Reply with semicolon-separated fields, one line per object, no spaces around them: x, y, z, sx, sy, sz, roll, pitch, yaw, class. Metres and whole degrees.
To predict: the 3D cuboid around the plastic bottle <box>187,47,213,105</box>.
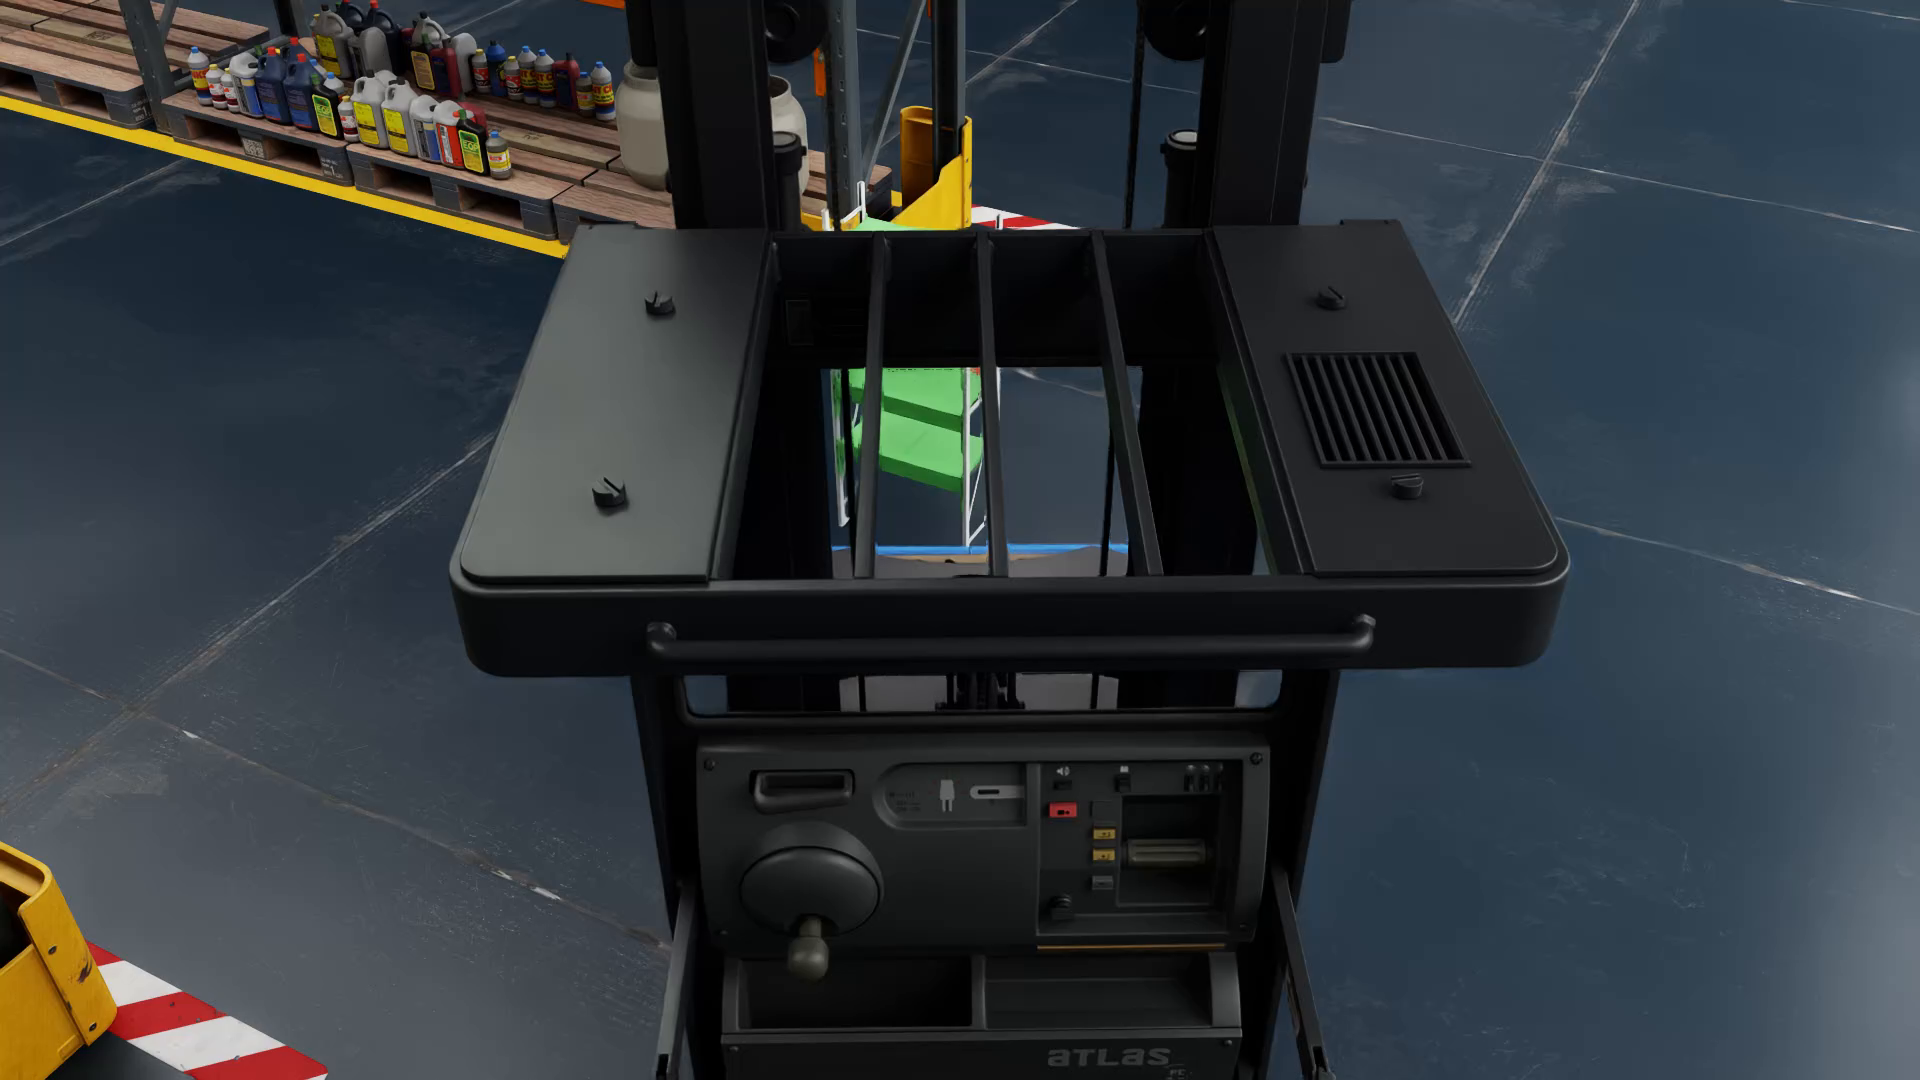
-3.728;-2.288;8.176;0.097;0.271;0.097;0;37;0;plastic bottle

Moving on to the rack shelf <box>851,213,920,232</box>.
-0.147;-0.855;5.196;0.480;0.148;0.258;17;41;21;rack shelf

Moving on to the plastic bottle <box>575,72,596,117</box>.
-1.816;-2.172;8.082;0.097;0.201;0.097;0;37;0;plastic bottle

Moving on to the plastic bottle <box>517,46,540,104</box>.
-2.117;-2.295;8.185;0.097;0.271;0.097;0;37;0;plastic bottle

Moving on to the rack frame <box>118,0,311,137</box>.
-3.809;-3.524;7.911;0.127;3.000;1.000;17;41;21;rack frame

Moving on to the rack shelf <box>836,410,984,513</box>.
-0.147;-0.282;5.632;0.480;0.148;0.258;17;41;21;rack shelf

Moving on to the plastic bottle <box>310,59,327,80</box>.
-3.099;-2.190;8.046;0.097;0.271;0.097;0;37;0;plastic bottle

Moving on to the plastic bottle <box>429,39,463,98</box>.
-2.553;-2.345;8.241;0.133;0.283;0.061;17;41;21;plastic bottle

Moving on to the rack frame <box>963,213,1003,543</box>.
0.070;-0.456;5.358;0.015;1.200;0.240;17;41;21;rack frame

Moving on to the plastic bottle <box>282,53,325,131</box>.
-3.116;-2.144;7.921;0.185;0.351;0.144;16;40;20;plastic bottle

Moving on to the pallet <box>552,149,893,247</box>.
-1.065;-1.526;7.585;1.213;0.211;1.003;17;41;21;pallet

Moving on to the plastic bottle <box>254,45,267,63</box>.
-3.380;-2.275;8.149;0.133;0.283;0.061;17;41;21;plastic bottle

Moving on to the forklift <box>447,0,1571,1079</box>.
0.044;0.584;2.556;1.130;2.935;3.031;-1;37;-1;forklift

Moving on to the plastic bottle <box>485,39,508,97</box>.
-2.297;-2.351;8.259;0.097;0.271;0.097;0;37;0;plastic bottle

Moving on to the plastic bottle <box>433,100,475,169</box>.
-2.301;-1.862;7.611;0.135;0.276;0.152;18;41;22;plastic bottle

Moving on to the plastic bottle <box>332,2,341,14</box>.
-3.230;-2.660;8.657;0.133;0.283;0.061;19;41;24;plastic bottle

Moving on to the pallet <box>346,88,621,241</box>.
-2.144;-1.865;8.033;1.213;0.211;1.003;17;41;21;pallet

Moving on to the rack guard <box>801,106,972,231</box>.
-0.346;-1.412;7.196;0.348;0.500;1.175;17;41;21;rack guard

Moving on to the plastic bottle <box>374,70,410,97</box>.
-2.692;-2.083;7.902;0.135;0.276;0.152;17;41;21;plastic bottle

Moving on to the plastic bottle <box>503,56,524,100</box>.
-2.205;-2.294;8.242;0.097;0.201;0.097;0;37;0;plastic bottle

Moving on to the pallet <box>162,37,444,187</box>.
-3.232;-2.204;8.479;1.213;0.211;1.003;17;41;21;pallet

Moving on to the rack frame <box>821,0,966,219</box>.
-0.257;-2.412;6.446;0.127;3.000;1.000;17;41;21;rack frame

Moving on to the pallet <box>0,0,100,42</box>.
-5.612;-2.949;9.461;1.213;0.211;1.003;17;41;21;pallet

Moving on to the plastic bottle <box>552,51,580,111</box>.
-1.916;-2.249;8.115;0.133;0.283;0.061;18;41;22;plastic bottle

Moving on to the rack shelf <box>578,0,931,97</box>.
-2.033;-2.681;7.396;4.000;0.370;1.077;17;41;21;rack shelf

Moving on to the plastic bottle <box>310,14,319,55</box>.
-3.344;-2.651;8.712;0.097;0.201;0.097;0;37;0;plastic bottle

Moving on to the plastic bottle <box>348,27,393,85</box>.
-2.980;-2.450;8.386;0.135;0.276;0.152;17;41;21;plastic bottle

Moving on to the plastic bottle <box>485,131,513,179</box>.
-2.090;-1.748;7.522;0.097;0.201;0.097;0;37;0;plastic bottle

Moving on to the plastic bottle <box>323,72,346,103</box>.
-2.968;-2.092;7.918;0.097;0.271;0.097;0;37;0;plastic bottle

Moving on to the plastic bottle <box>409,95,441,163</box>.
-2.424;-1.901;7.662;0.135;0.276;0.152;16;40;20;plastic bottle

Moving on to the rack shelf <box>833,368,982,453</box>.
-0.147;-0.473;5.487;0.480;0.148;0.258;17;41;21;rack shelf

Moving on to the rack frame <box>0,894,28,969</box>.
-2.538;0.247;2.944;0.127;3.000;1.000;17;41;21;rack frame

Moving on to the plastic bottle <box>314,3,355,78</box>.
-3.171;-2.542;8.445;0.185;0.351;0.144;17;41;21;plastic bottle

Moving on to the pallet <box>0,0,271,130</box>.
-4.524;-2.611;9.015;1.213;0.211;1.003;17;41;21;pallet

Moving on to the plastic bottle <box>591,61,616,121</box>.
-1.724;-2.172;8.023;0.097;0.271;0.097;0;37;0;plastic bottle

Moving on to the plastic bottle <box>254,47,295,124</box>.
-3.283;-2.197;7.990;0.185;0.351;0.144;18;41;23;plastic bottle

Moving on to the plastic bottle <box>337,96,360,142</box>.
-2.875;-1.993;7.846;0.097;0.201;0.097;0;37;0;plastic bottle

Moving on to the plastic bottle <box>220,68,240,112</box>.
-3.547;-2.204;8.123;0.097;0.201;0.097;0;37;0;plastic bottle

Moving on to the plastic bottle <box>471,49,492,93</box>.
-2.387;-2.352;8.318;0.097;0.201;0.097;0;37;0;plastic bottle

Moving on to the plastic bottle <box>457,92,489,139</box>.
-2.252;-1.922;7.684;0.133;0.283;0.061;17;41;21;plastic bottle

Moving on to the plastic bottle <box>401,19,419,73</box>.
-2.770;-2.516;8.467;0.133;0.283;0.061;20;42;24;plastic bottle

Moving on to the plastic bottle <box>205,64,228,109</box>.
-3.637;-2.232;8.160;0.097;0.201;0.097;0;37;0;plastic bottle

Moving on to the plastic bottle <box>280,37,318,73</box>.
-3.217;-2.274;8.092;0.185;0.351;0.144;17;41;21;plastic bottle

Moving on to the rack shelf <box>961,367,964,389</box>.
-0.147;-0.664;5.341;0.480;0.148;0.258;17;41;21;rack shelf

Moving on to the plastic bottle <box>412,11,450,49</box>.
-2.647;-2.476;8.359;0.185;0.351;0.144;17;40;21;plastic bottle

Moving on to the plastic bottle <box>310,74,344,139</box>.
-2.988;-2.049;7.851;0.133;0.283;0.061;19;41;23;plastic bottle

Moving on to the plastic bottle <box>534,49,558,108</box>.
-2.028;-2.267;8.148;0.097;0.271;0.097;0;37;0;plastic bottle

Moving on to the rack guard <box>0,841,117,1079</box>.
-2.517;1.249;3.691;0.348;0.500;1.175;17;41;21;rack guard

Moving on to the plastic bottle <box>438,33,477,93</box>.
-2.505;-2.399;8.319;0.135;0.276;0.152;18;41;22;plastic bottle

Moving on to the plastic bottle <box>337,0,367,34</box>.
-3.105;-2.620;8.547;0.185;0.351;0.144;16;40;20;plastic bottle

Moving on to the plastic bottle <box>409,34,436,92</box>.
-2.672;-2.387;8.297;0.133;0.283;0.061;17;41;21;plastic bottle

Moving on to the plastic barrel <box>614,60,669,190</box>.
-1.322;-1.869;7.442;0.421;0.512;0.421;0;37;0;plastic barrel

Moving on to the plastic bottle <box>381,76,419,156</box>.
-2.573;-1.974;7.697;0.185;0.351;0.144;19;41;23;plastic bottle

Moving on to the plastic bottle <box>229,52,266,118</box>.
-3.428;-2.215;8.076;0.135;0.276;0.152;19;41;23;plastic bottle

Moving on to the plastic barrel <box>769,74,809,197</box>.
-0.877;-1.730;7.258;0.421;0.512;0.421;0;37;0;plastic barrel

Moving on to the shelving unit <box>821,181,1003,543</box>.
-0.147;-0.524;5.448;0.503;1.200;0.258;17;41;21;shelving unit

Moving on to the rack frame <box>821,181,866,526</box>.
-0.364;-0.592;5.537;0.015;1.200;0.240;17;41;21;rack frame

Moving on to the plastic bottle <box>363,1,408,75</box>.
-2.934;-2.566;8.477;0.185;0.351;0.144;15;40;19;plastic bottle

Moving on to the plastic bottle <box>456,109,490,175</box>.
-2.202;-1.803;7.527;0.133;0.283;0.061;18;41;23;plastic bottle

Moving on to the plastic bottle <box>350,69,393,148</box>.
-2.738;-2.026;7.765;0.185;0.351;0.144;17;40;21;plastic bottle
